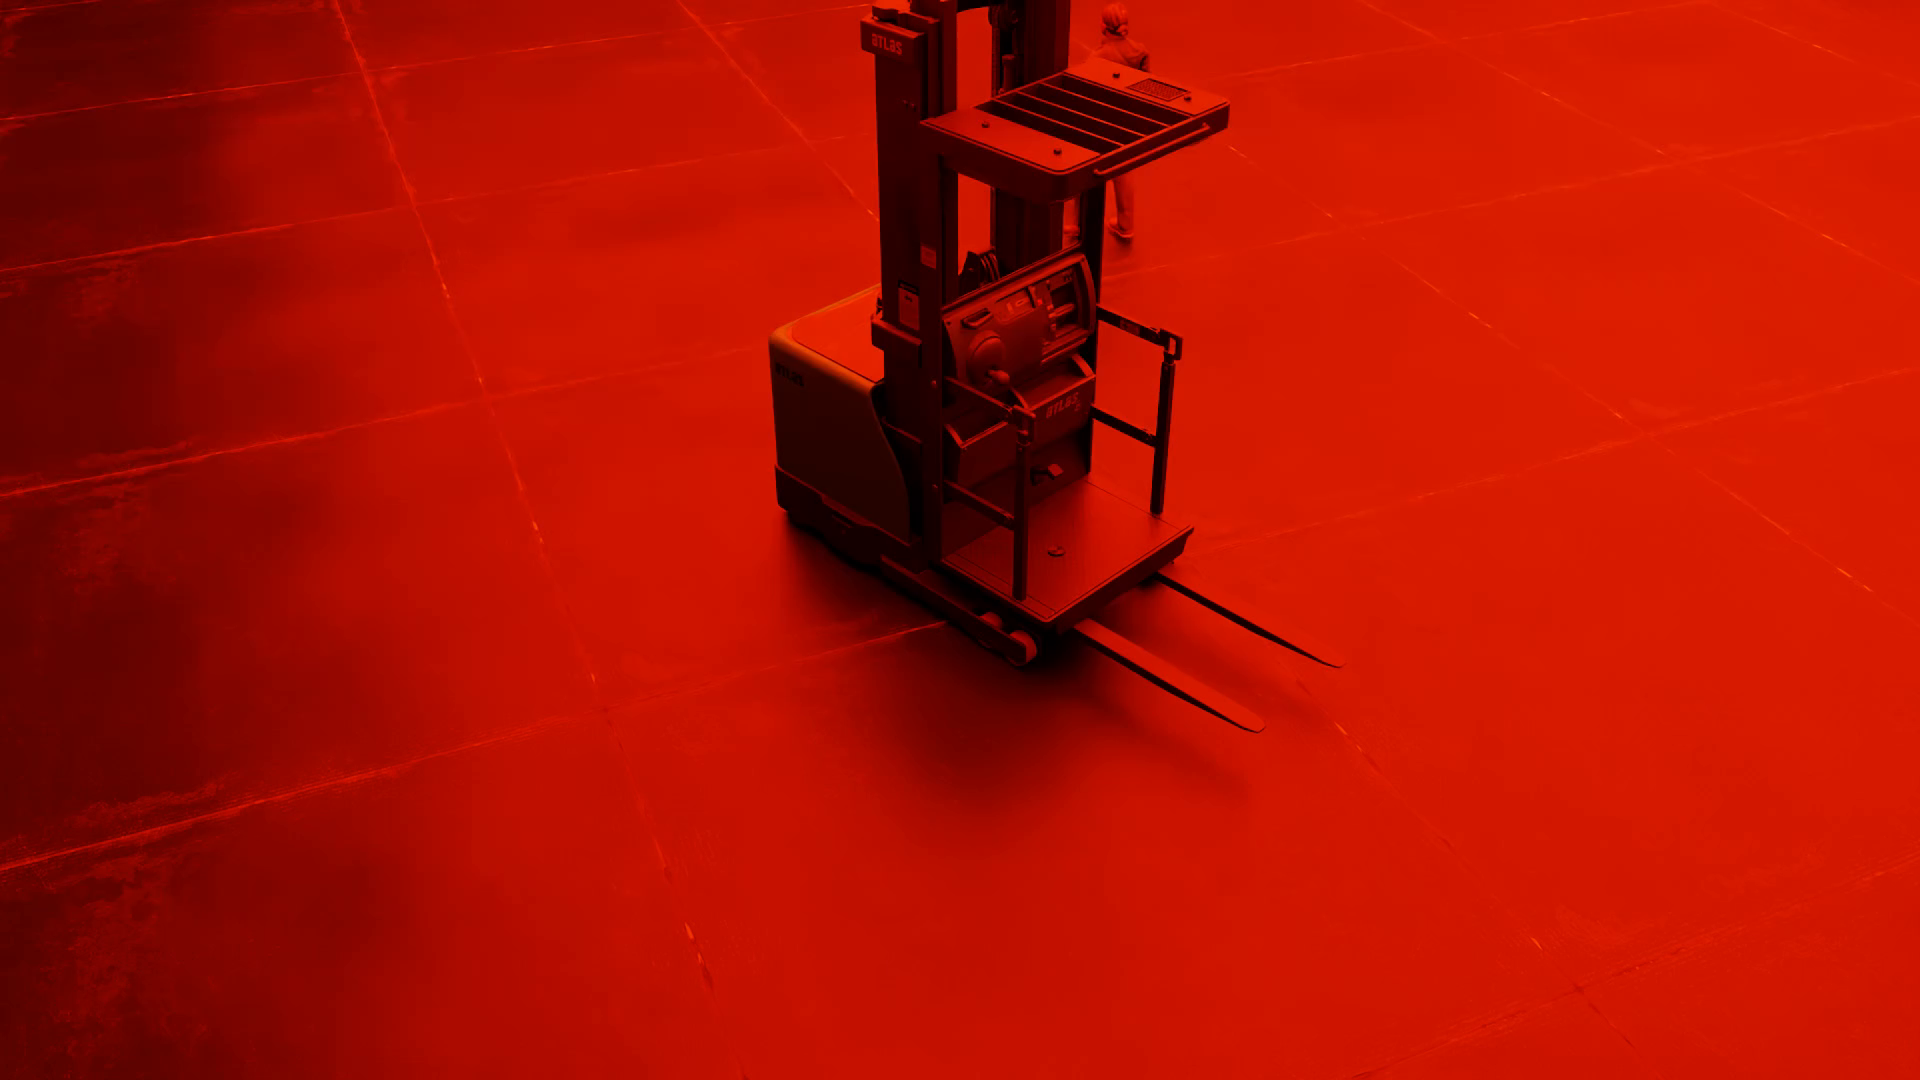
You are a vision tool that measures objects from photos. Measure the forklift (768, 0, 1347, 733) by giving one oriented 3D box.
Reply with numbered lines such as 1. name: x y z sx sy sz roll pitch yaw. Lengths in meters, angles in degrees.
1. forklift: 0.432 -0.946 7.429 3.031 2.935 1.130 30 45 35

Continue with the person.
1. person: 0.984 -2.794 11.158 0.531 1.681 0.439 -13 37 -17
